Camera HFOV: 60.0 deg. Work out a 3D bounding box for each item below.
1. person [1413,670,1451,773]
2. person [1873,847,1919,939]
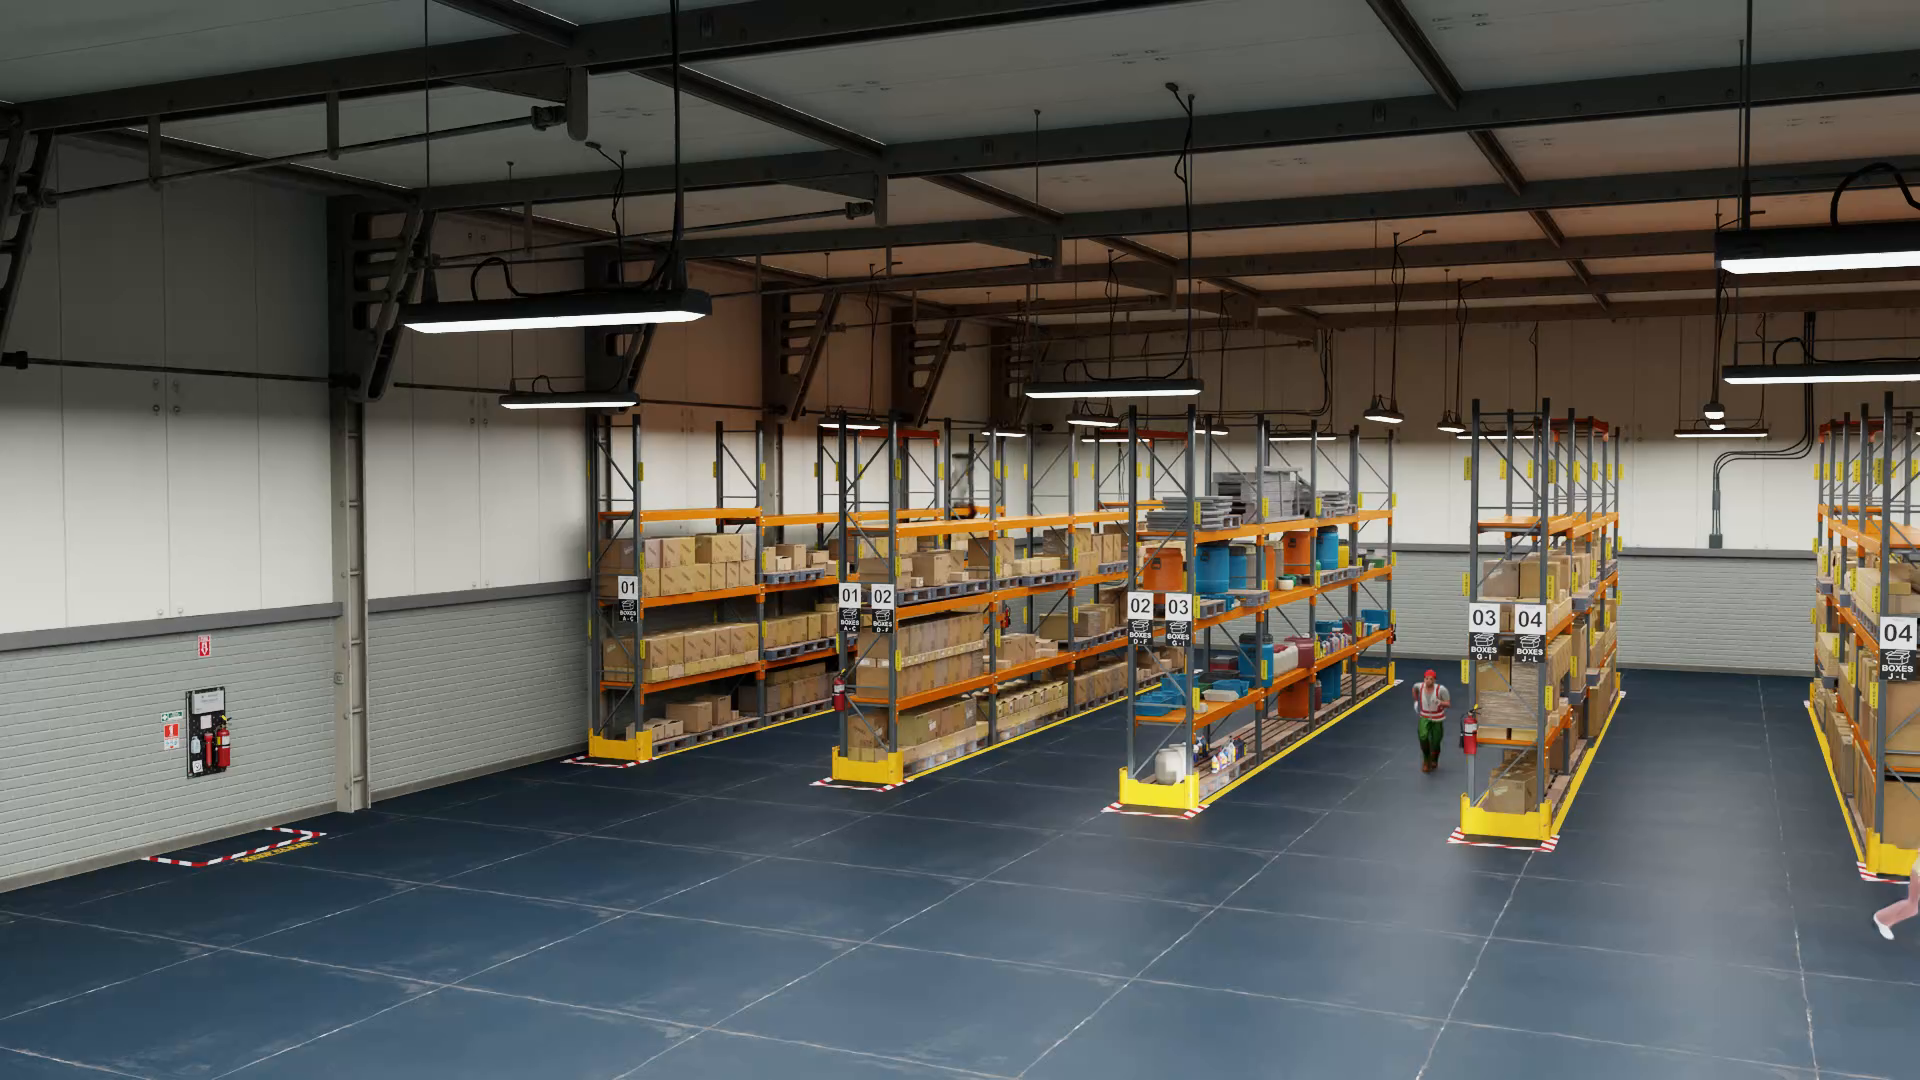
[{"bbox_3d":[7.809,2.985,27.557,0.643,1.722,0.923,1,3,22],"label":"person"},{"bbox_3d":[9.993,3.510,17.254,0.613,1.624,1.004,-2,3,-34],"label":"person"}]
